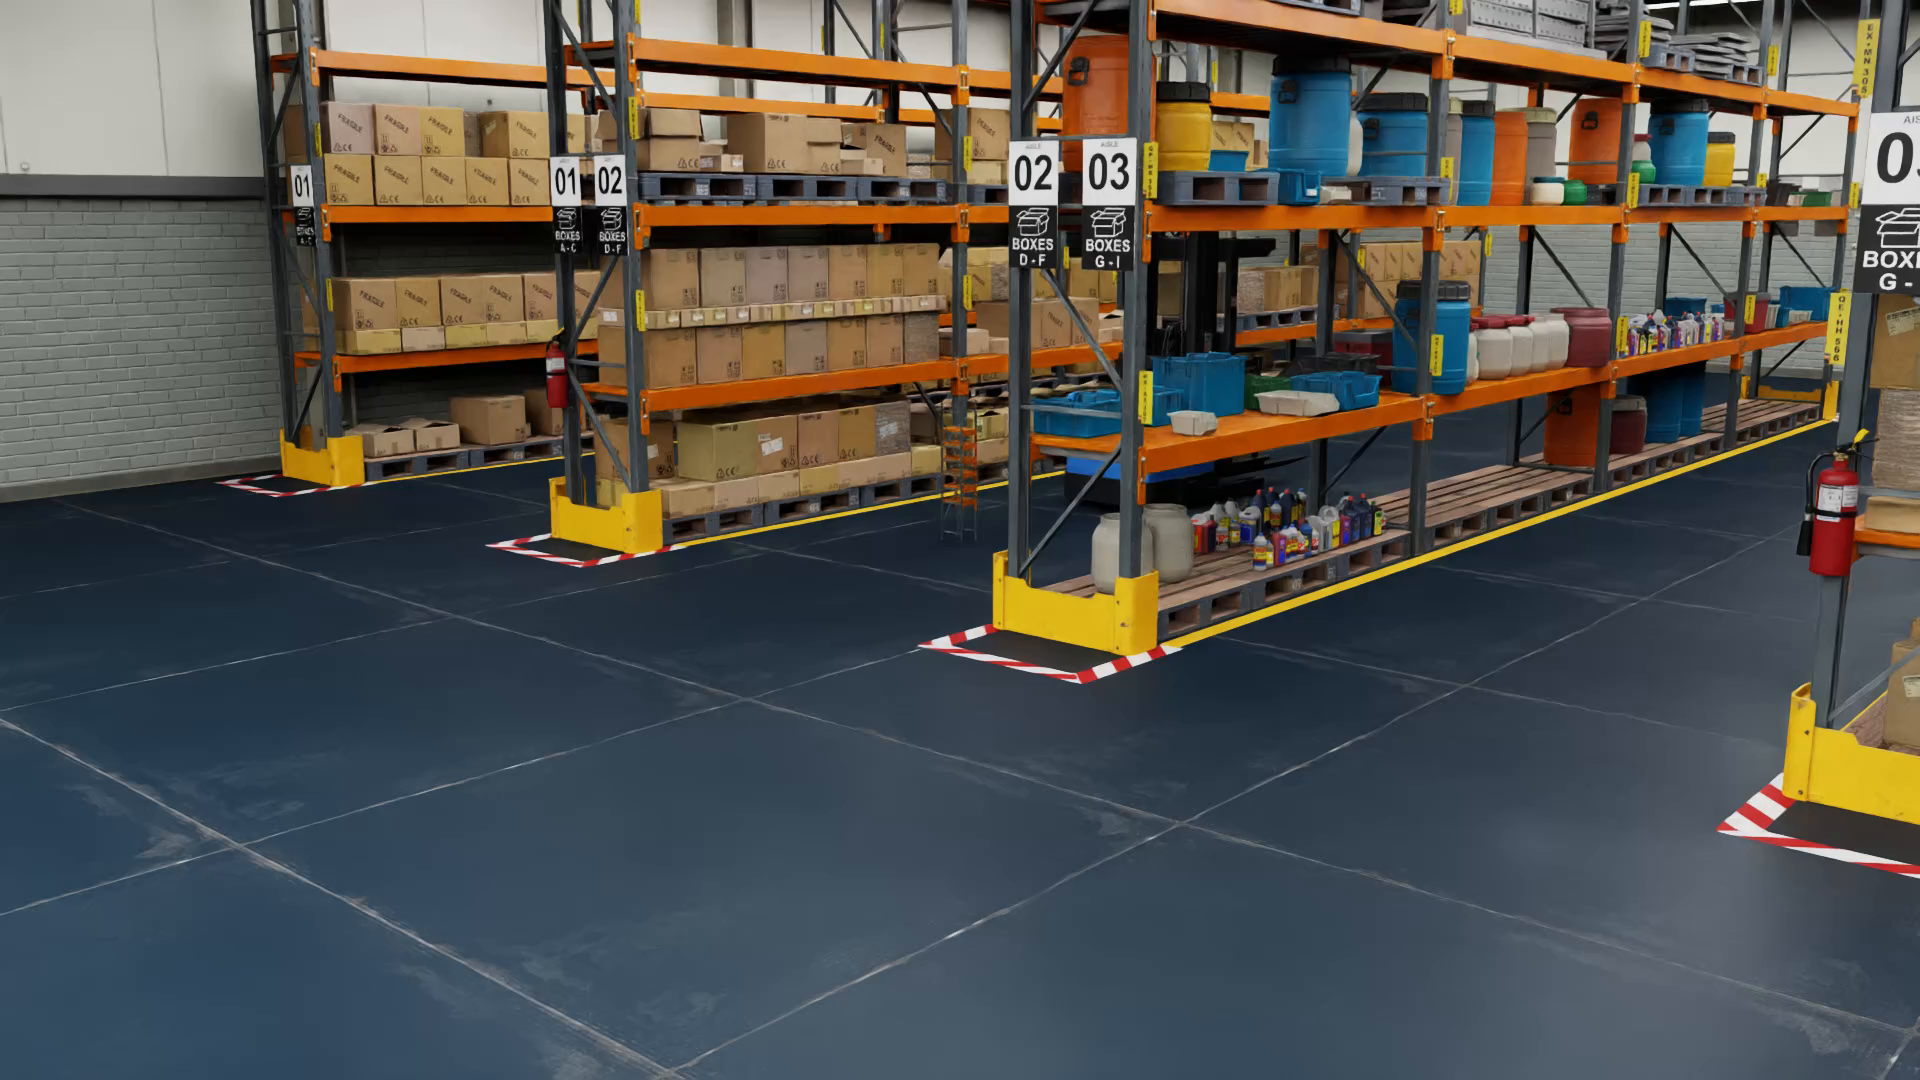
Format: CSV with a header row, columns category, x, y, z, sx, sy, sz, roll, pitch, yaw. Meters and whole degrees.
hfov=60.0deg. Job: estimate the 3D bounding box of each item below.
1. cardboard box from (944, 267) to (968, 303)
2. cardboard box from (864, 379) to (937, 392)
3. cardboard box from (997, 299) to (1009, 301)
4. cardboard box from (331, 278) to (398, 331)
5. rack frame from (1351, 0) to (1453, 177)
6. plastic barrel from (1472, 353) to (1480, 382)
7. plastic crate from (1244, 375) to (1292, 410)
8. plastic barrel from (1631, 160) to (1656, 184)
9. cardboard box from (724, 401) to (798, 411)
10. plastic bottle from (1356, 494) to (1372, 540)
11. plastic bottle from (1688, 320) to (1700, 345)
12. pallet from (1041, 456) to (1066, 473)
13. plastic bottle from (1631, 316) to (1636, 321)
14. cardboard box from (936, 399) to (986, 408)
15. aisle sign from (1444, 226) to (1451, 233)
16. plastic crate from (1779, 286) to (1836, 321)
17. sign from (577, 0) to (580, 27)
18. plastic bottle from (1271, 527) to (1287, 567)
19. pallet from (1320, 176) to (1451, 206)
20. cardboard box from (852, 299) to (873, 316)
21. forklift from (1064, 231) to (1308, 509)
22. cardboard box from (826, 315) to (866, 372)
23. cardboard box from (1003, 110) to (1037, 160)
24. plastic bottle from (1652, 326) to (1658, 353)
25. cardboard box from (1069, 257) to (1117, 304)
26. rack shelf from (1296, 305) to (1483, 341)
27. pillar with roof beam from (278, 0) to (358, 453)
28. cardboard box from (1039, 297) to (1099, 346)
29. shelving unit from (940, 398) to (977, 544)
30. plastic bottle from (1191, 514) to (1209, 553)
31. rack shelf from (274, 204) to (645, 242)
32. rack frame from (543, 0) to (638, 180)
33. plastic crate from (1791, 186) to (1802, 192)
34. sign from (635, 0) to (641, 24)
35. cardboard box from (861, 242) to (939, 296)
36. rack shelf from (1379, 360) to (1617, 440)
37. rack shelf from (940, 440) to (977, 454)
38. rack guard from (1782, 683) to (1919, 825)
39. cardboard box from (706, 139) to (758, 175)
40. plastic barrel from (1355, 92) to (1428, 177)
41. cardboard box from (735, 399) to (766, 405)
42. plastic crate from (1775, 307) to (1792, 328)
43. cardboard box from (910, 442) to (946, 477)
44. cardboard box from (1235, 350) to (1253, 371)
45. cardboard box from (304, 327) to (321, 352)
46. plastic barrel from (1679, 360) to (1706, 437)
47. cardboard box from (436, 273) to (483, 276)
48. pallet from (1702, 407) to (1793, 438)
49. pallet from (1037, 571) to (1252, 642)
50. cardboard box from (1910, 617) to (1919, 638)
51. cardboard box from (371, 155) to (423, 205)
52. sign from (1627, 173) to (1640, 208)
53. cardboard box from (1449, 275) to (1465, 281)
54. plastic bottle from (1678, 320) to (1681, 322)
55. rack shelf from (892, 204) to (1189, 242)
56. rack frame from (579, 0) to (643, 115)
category,x,y,z,sx,sy,sz,roll,pitch,yaw
cardboard box,-0.234,-3.665,23.837,0.500,0.500,0.500,10,15,40
cardboard box,-0.844,-2.516,23.567,0.750,0.750,0.750,10,15,40
cardboard box,0.507,-3.516,24.745,0.380,0.149,0.250,10,15,40
cardboard box,-6.168,-2.432,17.144,0.500,0.500,0.500,10,15,40
rack frame,3.374,-4.346,12.994,1.000,3.000,0.127,10,15,40
plastic barrel,4.363,-1.511,14.470,0.301,0.262,0.301,0,11,0
plastic crate,2.266,-1.137,12.785,0.450,0.188,0.662,10,15,40
plastic barrel,6.886,-3.719,16.840,0.294,0.245,0.294,0,11,0
cardboard box,-1.875,-1.021,15.700,0.500,0.500,0.500,10,15,40
plastic bottle,3.165,-0.189,13.137,0.144,0.351,0.185,9,15,39
plastic bottle,8.063,-2.292,18.346,0.152,0.276,0.135,10,15,40
pallet,0.918,-0.971,18.534,1.003,0.211,1.213,10,15,40
plastic bottle,7.724,-2.431,19.055,0.097,0.271,0.097,0,11,0
cardboard box,0.046,-1.351,17.835,0.500,0.311,0.500,10,15,42
aisle sign,7.401,-5.133,25.616,0.394,0.787,0.004,10,15,40
plastic crate,11.214,-3.143,22.044,0.616,0.435,0.499,10,15,40
sign,-4.489,-6.233,19.655,0.100,0.325,0.005,10,15,40
plastic bottle,2.327,0.044,12.146,0.061,0.283,0.133,10,15,41
pallet,2.971,-2.663,12.711,1.213,0.211,1.003,10,15,40
cardboard box,-1.036,-2.195,15.630,0.380,0.149,0.250,10,15,40
forklift,2.377,-1.930,16.391,1.130,2.935,3.031,10,15,42
cardboard box,-1.310,-1.876,15.690,0.700,0.500,0.500,10,15,41
cardboard box,0.451,-4.188,17.260,0.500,0.500,0.500,-10,15,-42
plastic bottle,7.250,-2.101,17.398,0.097,0.271,0.097,0,11,0
cardboard box,2.069,-4.193,26.781,0.980,0.700,0.700,9,15,39
rack shelf,6.256,-3.163,24.227,1.077,0.370,4.000,10,15,40
pillar with roof beam,-3.663,-4.696,14.749,9.100,9.000,0.400,10,15,40
cardboard box,1.200,-2.433,18.480,0.500,0.500,0.500,9,14,37
shelving unit,-0.010,-0.586,14.083,0.258,1.200,0.189,10,15,40
plastic bottle,1.803,-0.056,12.663,0.152,0.276,0.135,10,15,41
rack shelf,-5.388,-3.509,18.298,1.077,0.370,4.000,10,15,40
rack frame,-2.985,-4.398,13.256,1.000,3.000,0.127,10,15,40
plastic crate,10.831,-4.556,22.036,0.497,0.269,0.590,10,15,40
sign,-3.673,-6.051,18.943,0.100,0.325,0.005,10,15,40
cardboard box,-0.633,-2.664,16.323,0.700,0.500,0.500,10,15,41
rack shelf,4.694,-1.345,15.125,1.077,0.370,4.000,10,15,40
rack shelf,-0.010,-0.778,14.045,0.258,0.103,0.180,10,15,40
rack guard,4.504,1.040,7.729,1.175,0.500,0.348,10,15,40
cardboard box,-2.056,-3.443,14.933,0.500,0.311,0.500,-10,15,-41
plastic barrel,3.546,-3.223,13.753,0.600,0.901,0.708,10,15,40
cardboard box,-2.924,-1.937,21.512,0.700,0.500,0.500,10,15,41
plastic crate,10.132,-2.781,20.752,0.416,0.233,0.300,10,15,40
cardboard box,-0.487,-0.806,16.535,0.500,0.250,0.500,10,15,40
cardboard box,3.443,-2.319,21.507,0.500,0.250,0.500,9,15,39
cardboard box,-6.546,-2.126,17.530,0.500,0.250,0.500,10,15,41
plastic barrel,8.283,-1.680,19.249,0.600,0.901,0.708,10,15,40
cardboard box,-5.547,-2.720,18.591,0.500,0.500,0.500,10,15,41
pallet,9.916,-1.507,21.217,1.003,0.211,1.213,10,15,40
pallet,1.288,0.416,11.589,1.003,0.211,1.213,10,15,40
cardboard box,5.247,0.663,8.544,0.500,0.500,0.500,-7,13,-33
cardboard box,-5.919,-3.717,17.199,0.500,0.500,0.500,-11,16,-44
sign,6.432,-3.342,15.893,0.100,0.325,0.005,10,15,40
cardboard box,7.146,-3.681,24.729,0.500,0.500,0.500,10,15,41
plastic bottle,7.957,-2.303,18.414,0.097,0.271,0.097,0,11,0
rack shelf,0.976,-3.457,18.040,1.077,0.370,4.000,10,15,40
rack frame,-4.068,-5.627,19.407,1.000,3.000,0.127,10,15,40
